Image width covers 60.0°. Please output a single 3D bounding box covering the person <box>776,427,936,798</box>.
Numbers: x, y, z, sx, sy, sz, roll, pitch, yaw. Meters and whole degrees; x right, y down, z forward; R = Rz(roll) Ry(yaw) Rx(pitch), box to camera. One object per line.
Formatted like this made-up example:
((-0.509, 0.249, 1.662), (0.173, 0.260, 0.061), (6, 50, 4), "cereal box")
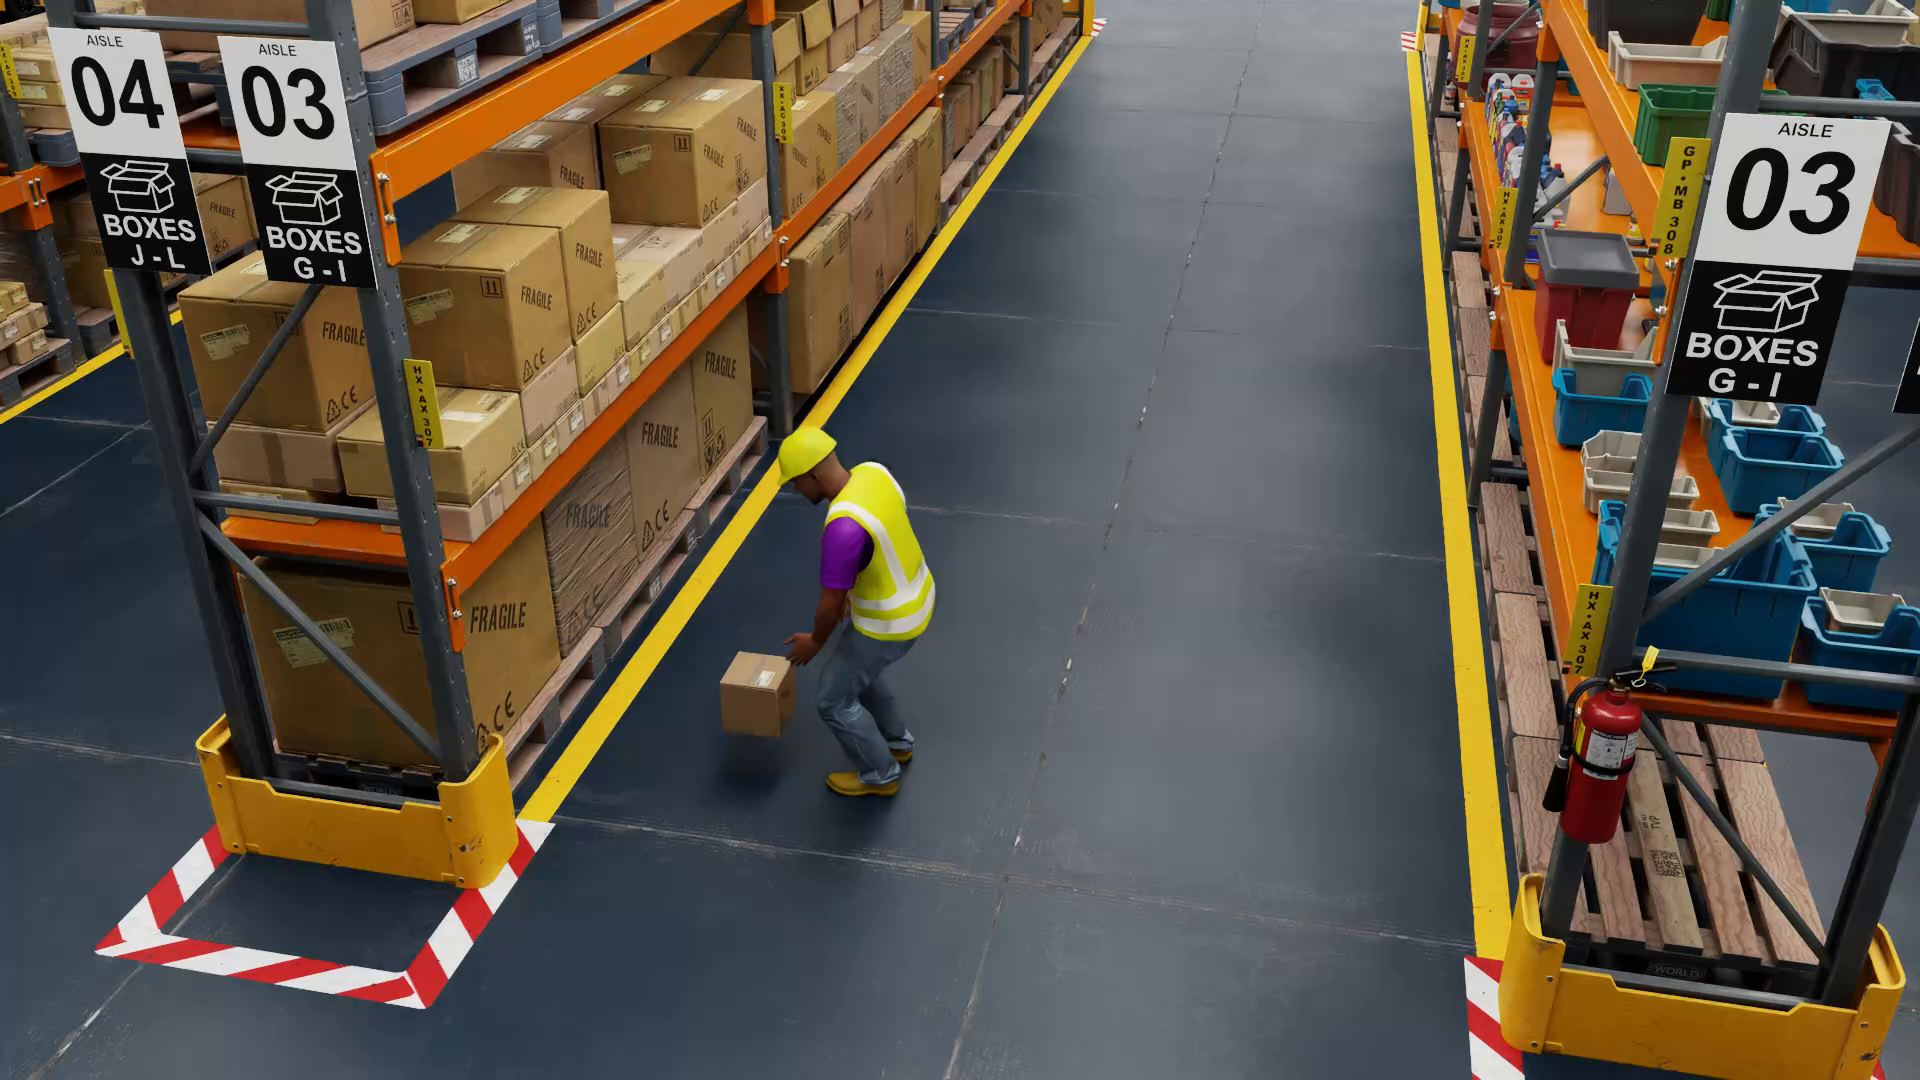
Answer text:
((-0.416, 0.300, 6.713), (0.599, 1.613, 0.616), (6, 29, 11), "person")
